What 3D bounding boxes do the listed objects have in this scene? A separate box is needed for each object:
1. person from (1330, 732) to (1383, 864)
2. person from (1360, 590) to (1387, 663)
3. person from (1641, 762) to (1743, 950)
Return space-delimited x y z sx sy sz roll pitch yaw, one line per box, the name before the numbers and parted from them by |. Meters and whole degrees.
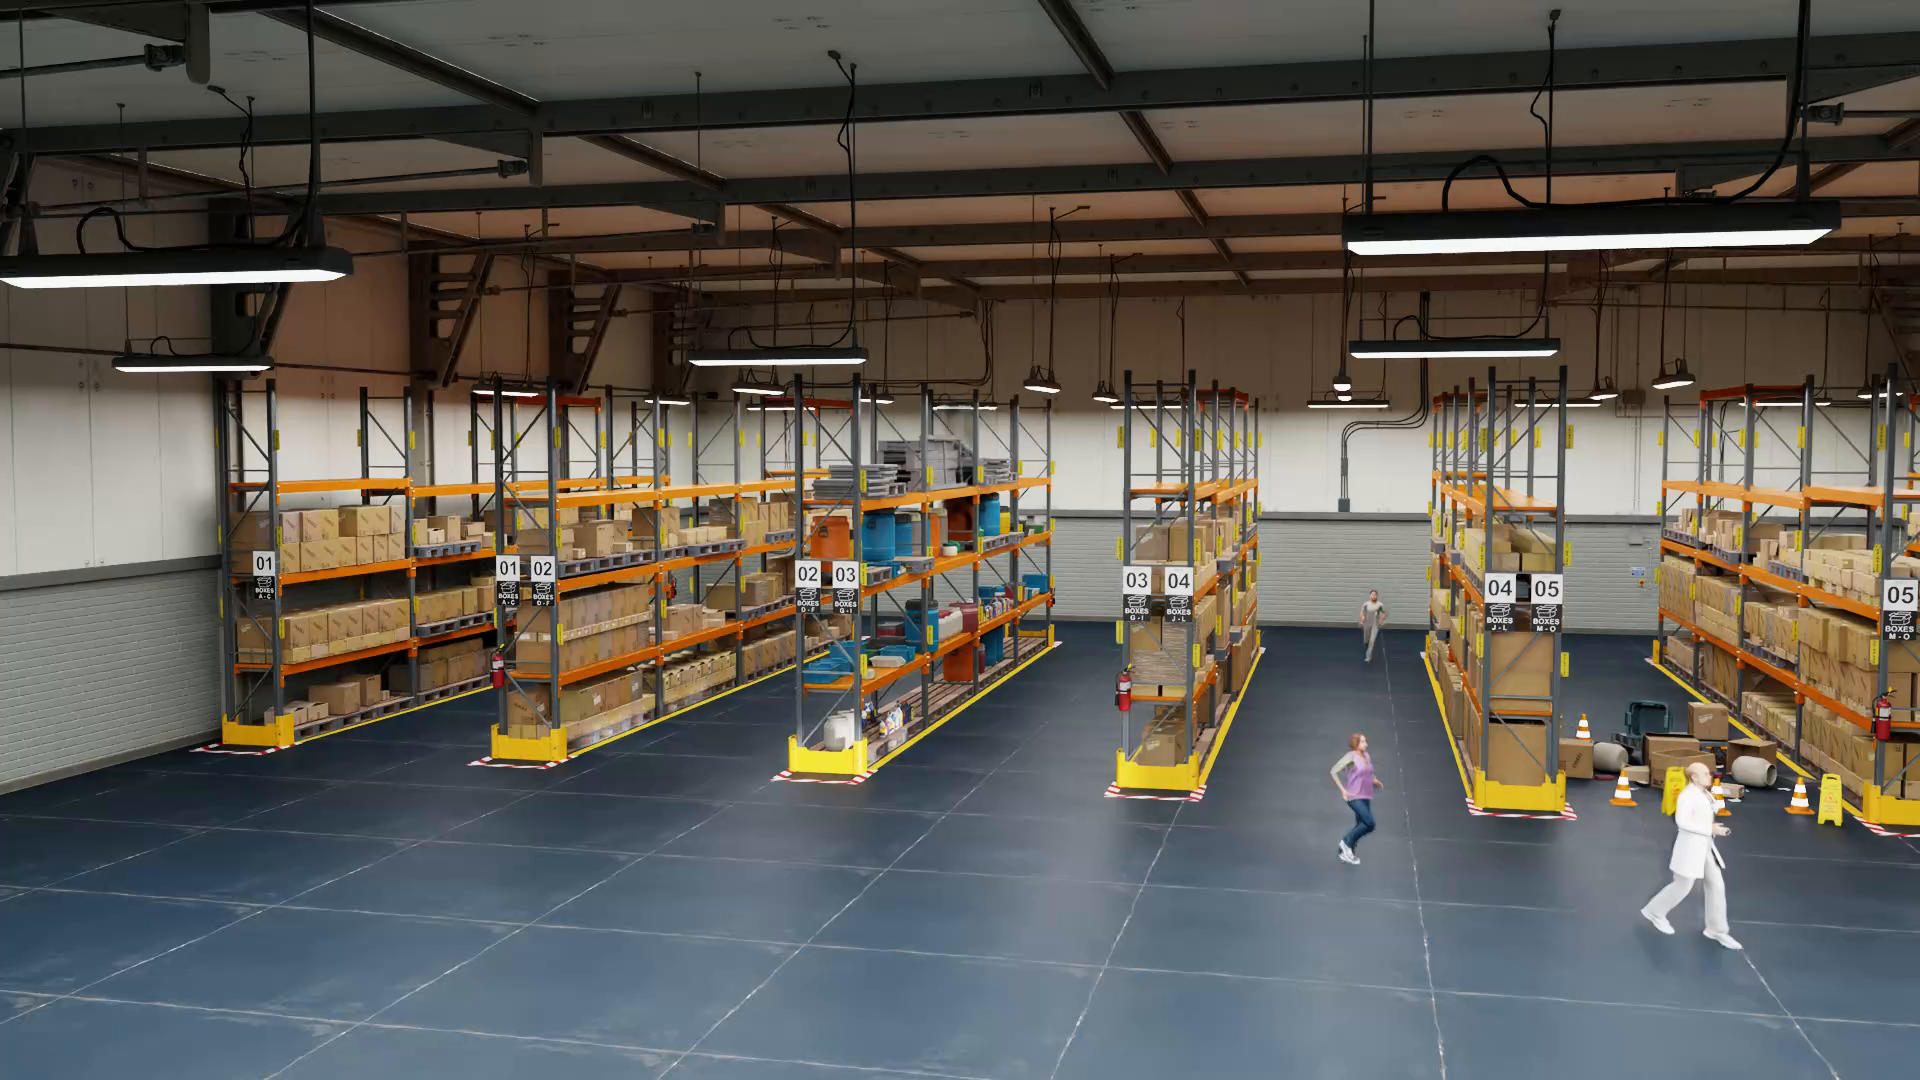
person | 4.694 3.041 19.501 0.522 1.564 0.591 -3 5 -41
person | 9.322 1.941 37.504 0.586 1.641 0.783 1 4 22
person | 7.288 3.113 16.572 0.692 1.813 0.959 -3 5 -40
